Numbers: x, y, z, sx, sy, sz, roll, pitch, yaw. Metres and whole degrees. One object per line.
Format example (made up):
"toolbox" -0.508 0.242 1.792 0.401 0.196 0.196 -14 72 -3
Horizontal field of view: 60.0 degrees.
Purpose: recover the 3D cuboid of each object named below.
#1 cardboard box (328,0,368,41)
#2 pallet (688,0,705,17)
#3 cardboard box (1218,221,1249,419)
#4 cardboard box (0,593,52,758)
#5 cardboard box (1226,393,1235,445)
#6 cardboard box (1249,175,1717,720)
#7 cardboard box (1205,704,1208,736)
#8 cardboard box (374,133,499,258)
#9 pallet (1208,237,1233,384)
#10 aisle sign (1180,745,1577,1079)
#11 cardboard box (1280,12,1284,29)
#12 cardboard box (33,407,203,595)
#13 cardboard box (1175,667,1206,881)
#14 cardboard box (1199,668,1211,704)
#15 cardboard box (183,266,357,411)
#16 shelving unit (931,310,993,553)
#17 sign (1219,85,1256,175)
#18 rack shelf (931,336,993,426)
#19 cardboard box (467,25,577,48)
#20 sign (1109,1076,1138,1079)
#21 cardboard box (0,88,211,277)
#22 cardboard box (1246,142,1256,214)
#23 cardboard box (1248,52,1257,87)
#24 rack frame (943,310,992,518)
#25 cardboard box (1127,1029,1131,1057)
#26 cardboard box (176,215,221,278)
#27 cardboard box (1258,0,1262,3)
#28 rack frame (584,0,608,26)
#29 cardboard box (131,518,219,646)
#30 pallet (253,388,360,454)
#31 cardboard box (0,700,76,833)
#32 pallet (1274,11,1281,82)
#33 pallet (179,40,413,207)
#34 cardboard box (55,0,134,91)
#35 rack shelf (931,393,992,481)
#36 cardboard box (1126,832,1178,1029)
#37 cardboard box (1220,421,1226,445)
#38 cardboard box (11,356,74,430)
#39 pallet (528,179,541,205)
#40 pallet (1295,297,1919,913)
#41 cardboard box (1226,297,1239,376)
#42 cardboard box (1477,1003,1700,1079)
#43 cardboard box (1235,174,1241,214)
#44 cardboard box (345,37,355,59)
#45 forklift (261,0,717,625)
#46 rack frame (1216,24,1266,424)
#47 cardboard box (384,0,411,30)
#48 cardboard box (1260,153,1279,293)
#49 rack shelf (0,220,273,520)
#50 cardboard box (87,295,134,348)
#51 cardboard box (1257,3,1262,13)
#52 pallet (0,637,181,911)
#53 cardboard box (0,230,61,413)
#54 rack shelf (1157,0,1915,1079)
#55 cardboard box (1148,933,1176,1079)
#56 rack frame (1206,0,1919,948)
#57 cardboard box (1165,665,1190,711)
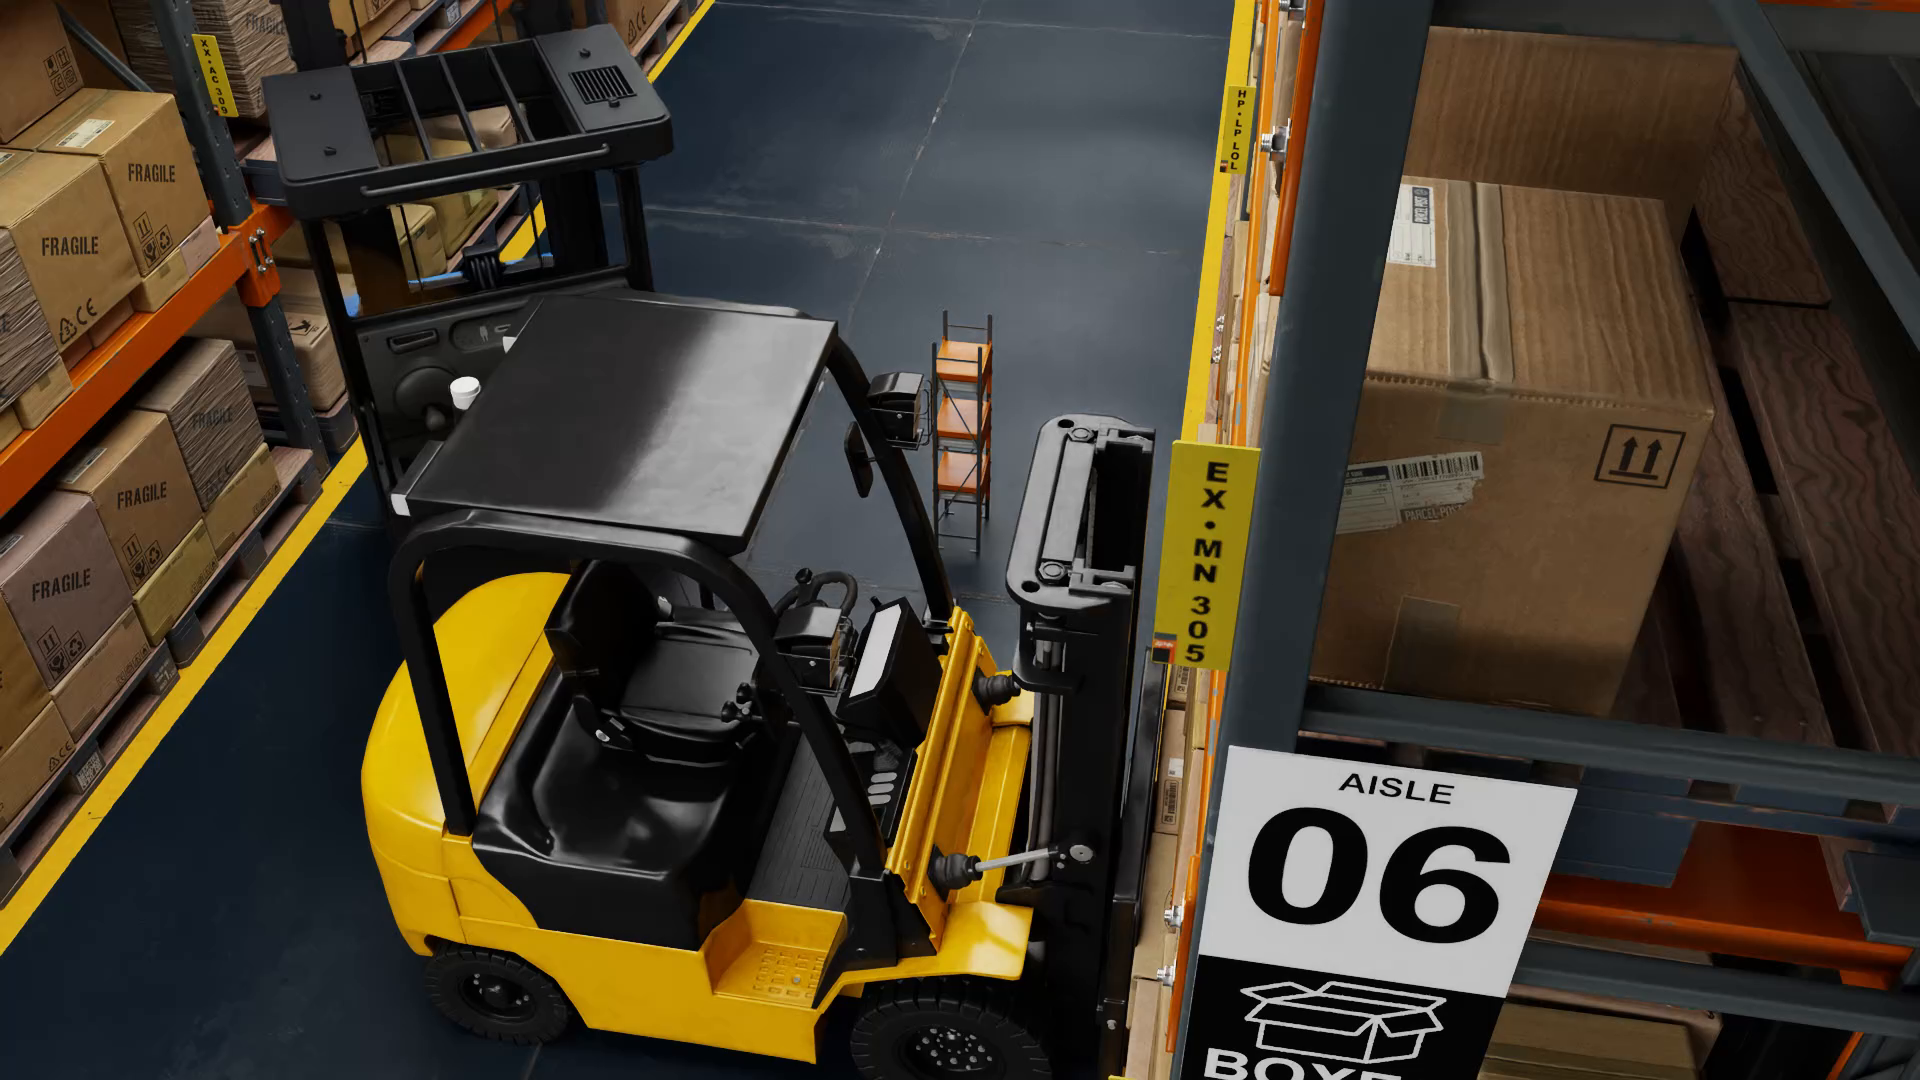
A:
"cardboard box" -2.938 -2.387 7.142 0.500 0.500 0.500 7 40 8
"pallet" -2.271 -4.181 12.141 1.003 0.211 1.213 6 40 8
"cardboard box" 1.168 -0.739 5.712 0.500 0.500 0.500 5 40 6
"cardboard box" -3.483 0.491 5.542 0.500 0.500 0.500 7 40 9
"cardboard box" 0.938 -0.268 4.632 0.380 0.149 0.250 5 40 6
"cardboard box" 0.646 -0.140 2.224 0.500 0.500 0.500 8 40 9
"cardboard box" 0.768 0.376 3.854 0.380 0.149 0.250 5 40 6
"cardboard box" -3.060 -1.862 8.881 0.950 0.372 0.625 8 40 9
"pallet" 1.800 -1.110 8.427 1.003 0.211 1.213 6 40 8
"aisle sign" 0.509 0.567 2.170 0.394 0.787 0.004 6 40 8
"cardboard box" 0.946 -1.357 3.881 0.396 0.266 0.258 6 40 7
"cardboard box" -3.312 -0.166 6.337 0.500 0.500 0.500 7 40 8
"cardboard box" 0.823 0.537 4.168 0.500 0.500 0.500 6 40 7
"cardboard box" 0.747 0.260 3.761 0.380 0.149 0.250 7 40 9
"cardboard box" -3.299 -0.974 7.807 0.950 0.372 0.625 7 40 8
"shelving unit" 0.009 -0.438 6.956 0.215 1.050 0.252 6 40 8
"sign" 0.966 -1.420 5.767 0.100 0.325 0.005 6 40 8
"rack shelf" 0.009 -0.649 6.782 0.215 0.259 0.240 6 40 8
"cardboard box" -2.803 -2.801 10.017 0.950 0.372 0.625 4 40 5
"sign" 0.278 0.954 2.648 0.100 0.325 0.005 6 40 8
"cardboard box" -3.220 -1.342 6.208 0.500 0.500 0.500 5 40 7
"cardboard box" 1.154 -1.186 5.510 0.380 0.149 0.250 7 40 9
"cardboard box" 1.417 -1.745 6.732 0.500 0.250 0.500 5 40 7
"rack frame" 0.030 -0.515 7.049 0.200 1.050 0.008 6 40 8
"cardboard box" 0.752 1.285 4.777 0.500 0.250 0.500 6 40 7
"cardboard box" -3.143 -1.163 6.500 0.380 0.149 0.250 6 40 7
"cardboard box" 1.504 -2.458 7.281 0.380 0.149 0.250 5 40 6
"rack frame" -2.695 -4.006 9.741 1.000 3.000 0.127 6 40 8
"cardboard box" -3.308 0.138 6.557 0.500 0.250 0.500 5 40 6
"pallet" -3.254 -0.909 8.184 1.003 0.211 1.213 6 40 8
"cardboard box" -3.490 0.774 5.788 0.500 0.250 0.500 9 40 11
"pallet" 1.380 -1.534 4.467 1.003 0.211 1.213 6 40 8
"pallet" -3.112 -1.885 7.327 1.003 0.211 1.213 6 40 8
"cardboard box" -3.534 -2.126 6.825 0.500 0.500 0.500 6 40 7
"rack shelf" 0.009 -0.430 6.963 0.215 0.259 0.240 6 40 8
"cardboard box" 0.742 1.110 4.597 0.500 0.250 0.500 7 40 8
"cardboard box" 1.007 -0.093 4.930 0.500 0.500 0.500 6 40 7
"cardboard box" -3.316 -0.525 5.728 0.380 0.149 0.250 6 40 7
"pallet" -2.832 -2.441 10.037 1.003 0.211 1.213 6 40 8
"pallet" 0.957 -0.003 2.615 1.003 0.211 1.213 6 40 8
"cardboard box" 1.011 -0.592 5.024 0.380 0.149 0.250 7 40 9
"cardboard box" 1.078 0.970 2.902 0.380 0.149 0.250 6 40 7
"cardboard box" 1.413 -1.554 6.893 0.500 0.250 0.500 6 40 7
"cardboard box" -2.955 -2.215 7.442 0.380 0.149 0.250 9 40 11
"forklift" -1.504 -0.566 5.634 1.130 2.935 3.031 -15 42 -17
"rack frame" 1.502 -0.950 6.045 1.000 3.000 0.127 6 40 8
"cardboard box" -2.825 -2.526 7.819 0.380 0.149 0.250 7 40 8
"cardboard box" 0.698 -0.457 2.793 0.396 0.266 0.258 6 40 8
"rack shelf" -3.734 0.037 5.416 1.077 0.370 4.000 6 40 8
"cardboard box" -3.301 -0.851 6.122 0.380 0.149 0.250 7 40 8
"cardboard box" 1.680 -2.704 7.891 0.500 0.250 0.500 5 40 7
"pallet" -3.678 0.773 6.150 1.003 0.211 1.213 6 40 8
"cardboard box" -3.387 -0.692 5.421 0.500 0.500 0.500 7 40 9
"rack shelf" 1.156 -0.574 3.801 1.077 0.370 4.000 6 40 8
"cardboard box" 0.636 1.184 3.386 0.500 0.500 0.500 6 40 7
"rack frame" 0.810 -0.752 1.098 1.000 3.000 0.127 6 40 8
"cardboard box" 0.936 0.464 5.378 0.500 0.250 0.500 8 40 9
